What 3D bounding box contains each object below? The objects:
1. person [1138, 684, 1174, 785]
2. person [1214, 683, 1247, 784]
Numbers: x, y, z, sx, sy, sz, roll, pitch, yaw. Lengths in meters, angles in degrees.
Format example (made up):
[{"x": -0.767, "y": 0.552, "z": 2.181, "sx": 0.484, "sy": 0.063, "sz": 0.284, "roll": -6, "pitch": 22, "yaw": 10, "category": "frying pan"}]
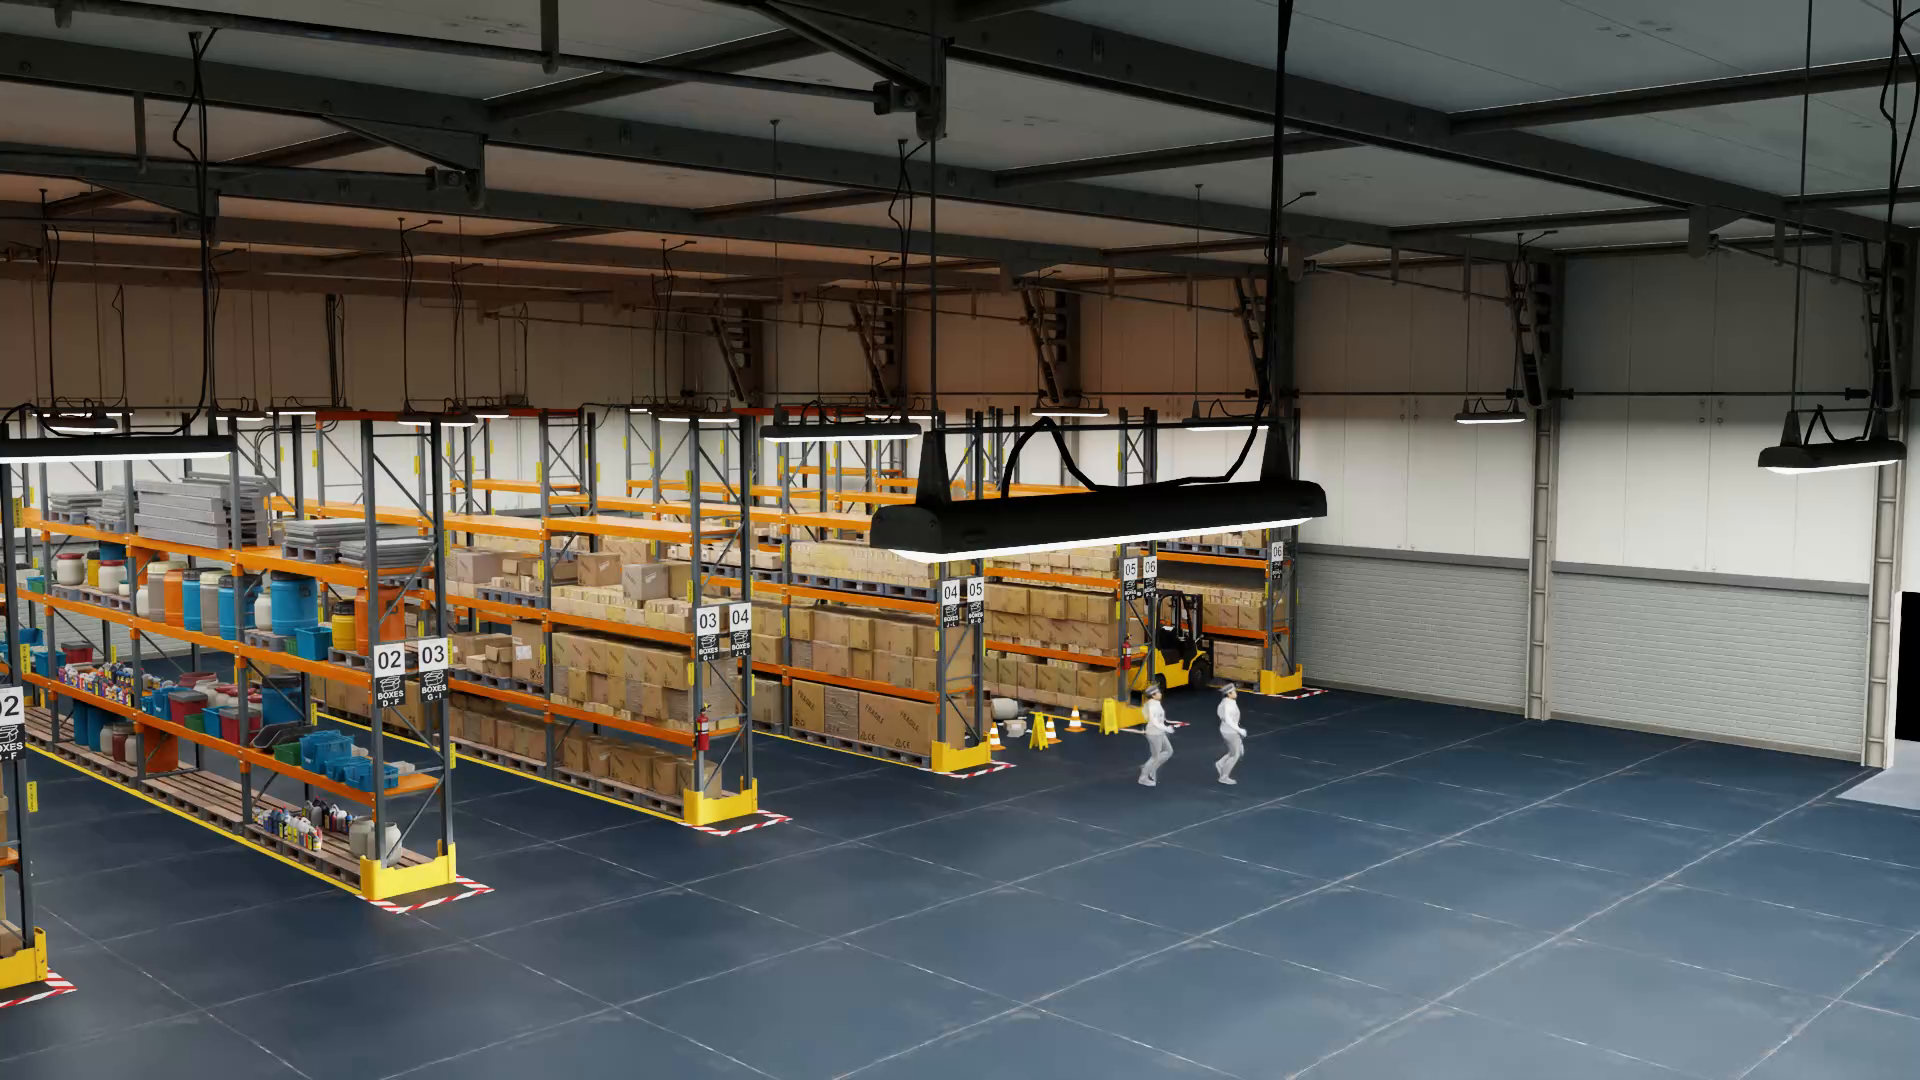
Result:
[{"x": 3.169, "y": 3.126, "z": 26.833, "sx": 0.574, "sy": 1.656, "sz": 0.629, "roll": 1, "pitch": 5, "yaw": 6, "category": "person"}, {"x": 4.382, "y": 3.125, "z": 26.955, "sx": 0.492, "sy": 1.663, "sz": 0.624, "roll": 0, "pitch": 5, "yaw": 1, "category": "person"}]
